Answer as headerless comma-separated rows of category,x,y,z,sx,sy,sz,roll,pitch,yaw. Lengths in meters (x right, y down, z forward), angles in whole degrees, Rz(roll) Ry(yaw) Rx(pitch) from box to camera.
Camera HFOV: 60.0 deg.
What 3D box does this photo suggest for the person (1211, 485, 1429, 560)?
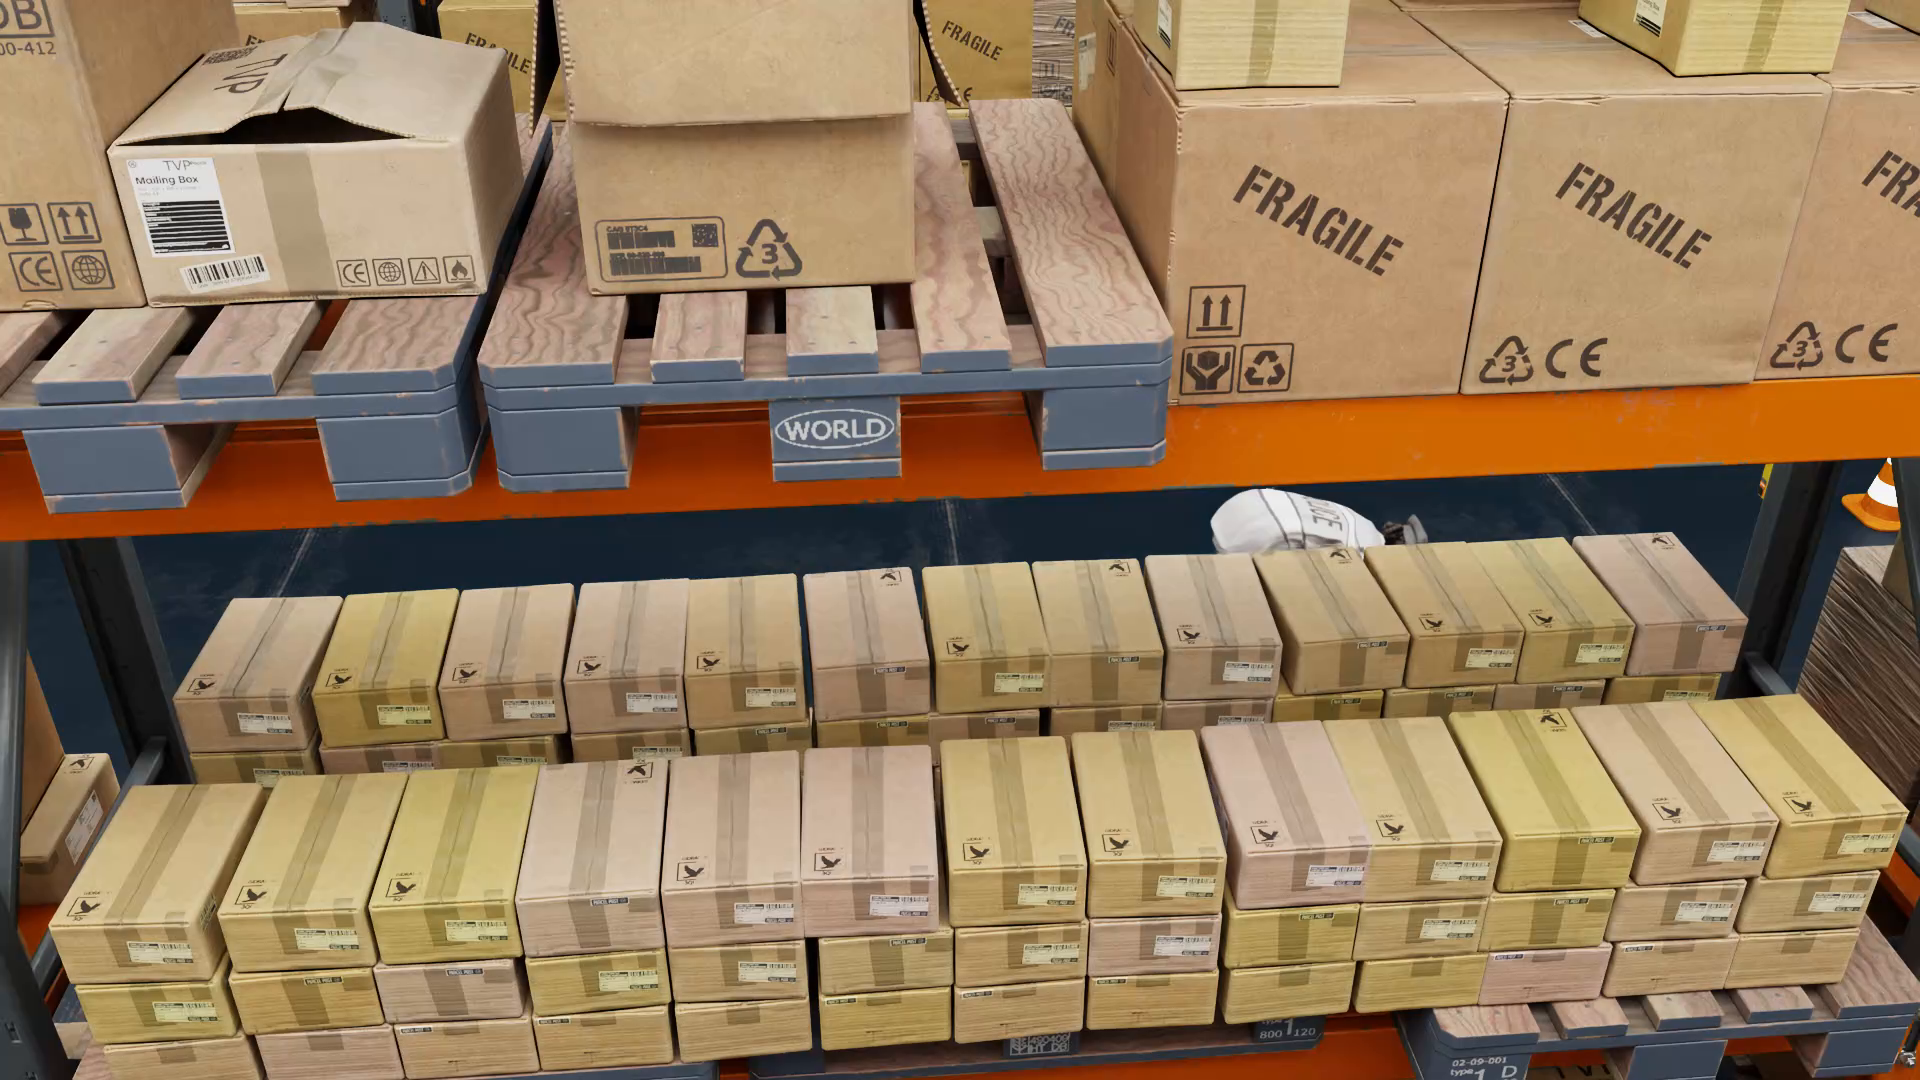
person,1.414,0.198,6.581,0.883,0.861,0.465,-4,32,-7
